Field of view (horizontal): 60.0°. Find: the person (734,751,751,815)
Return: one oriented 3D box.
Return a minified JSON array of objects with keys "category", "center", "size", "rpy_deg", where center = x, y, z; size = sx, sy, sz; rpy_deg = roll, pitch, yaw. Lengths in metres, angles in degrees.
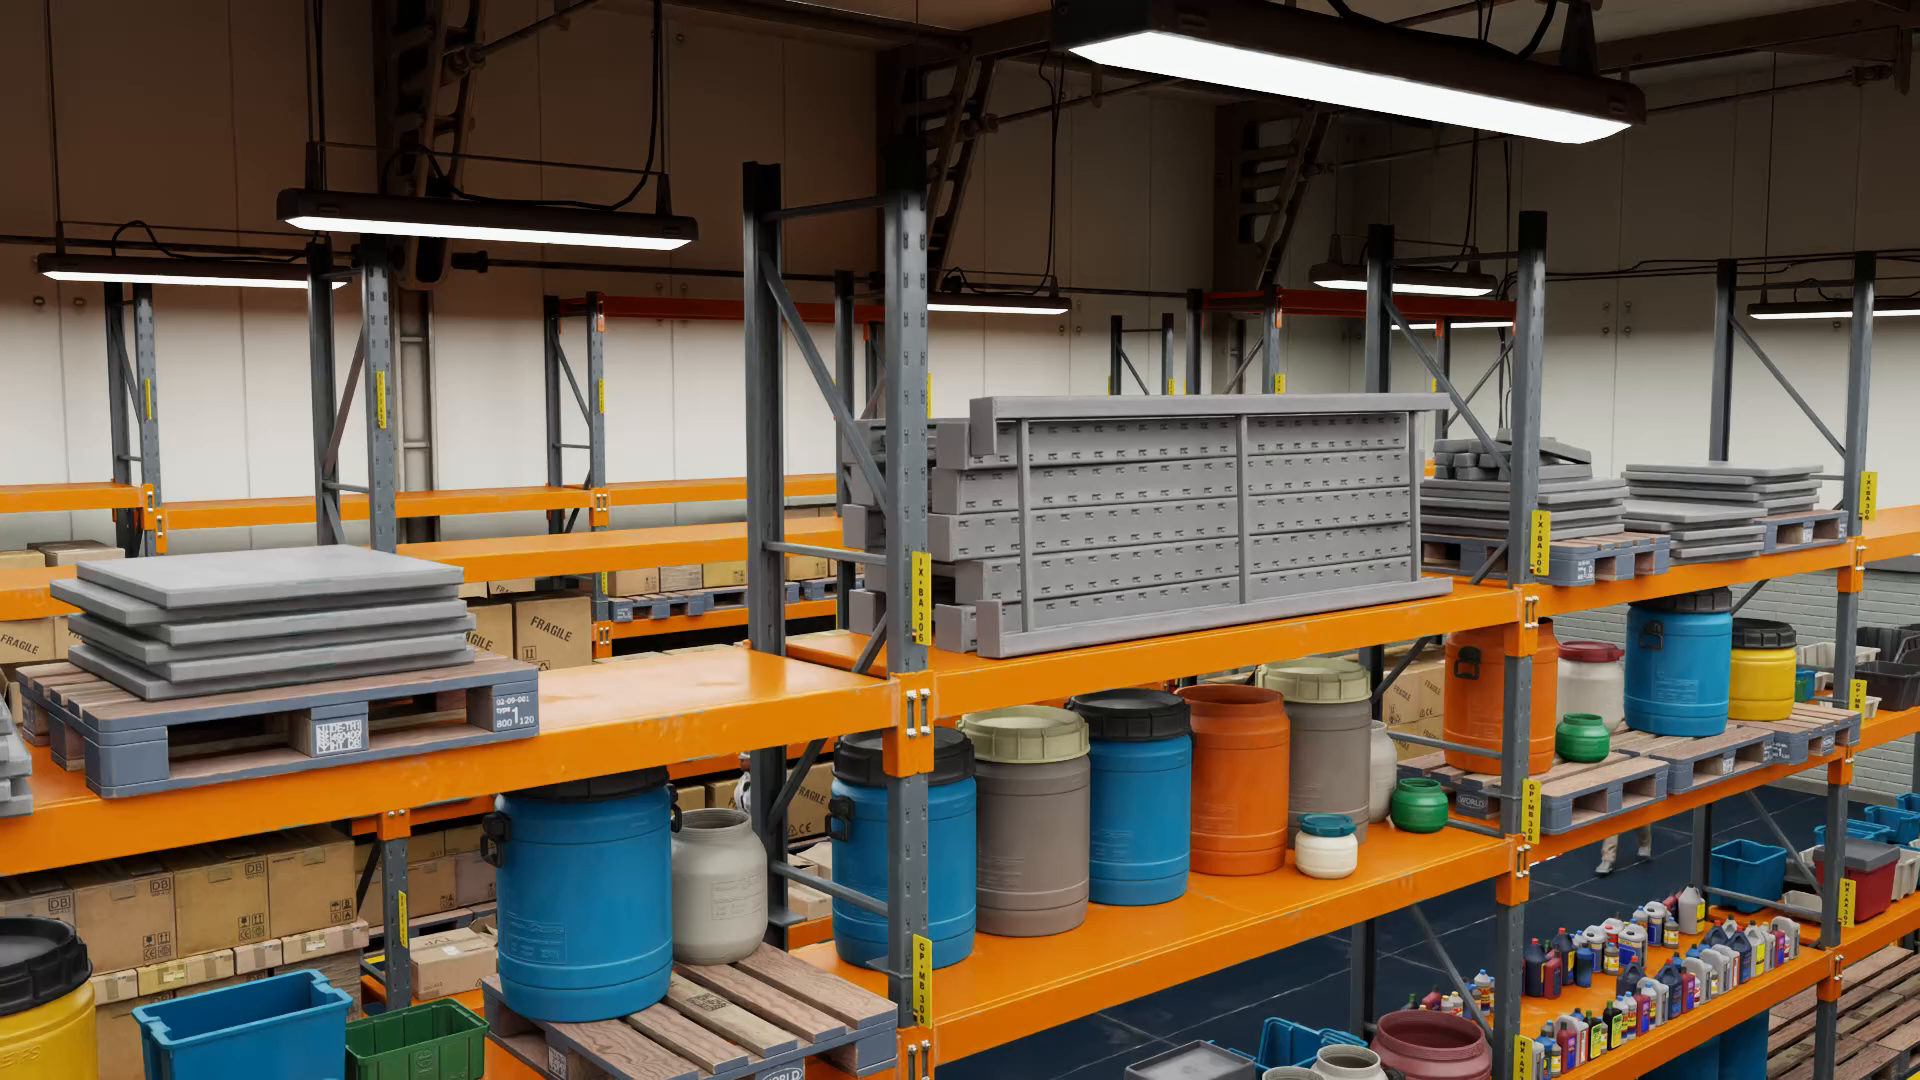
[{"category":"person","center":[-2.086,2.797,15.913],"size":[0.758,1.673,0.517],"rpy_deg":[-2,6,-22]}]

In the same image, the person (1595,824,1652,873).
[{"category":"person","center":[7.064,2.663,17.547],"size":[0.519,1.594,1.070],"rpy_deg":[4,7,35]}]
